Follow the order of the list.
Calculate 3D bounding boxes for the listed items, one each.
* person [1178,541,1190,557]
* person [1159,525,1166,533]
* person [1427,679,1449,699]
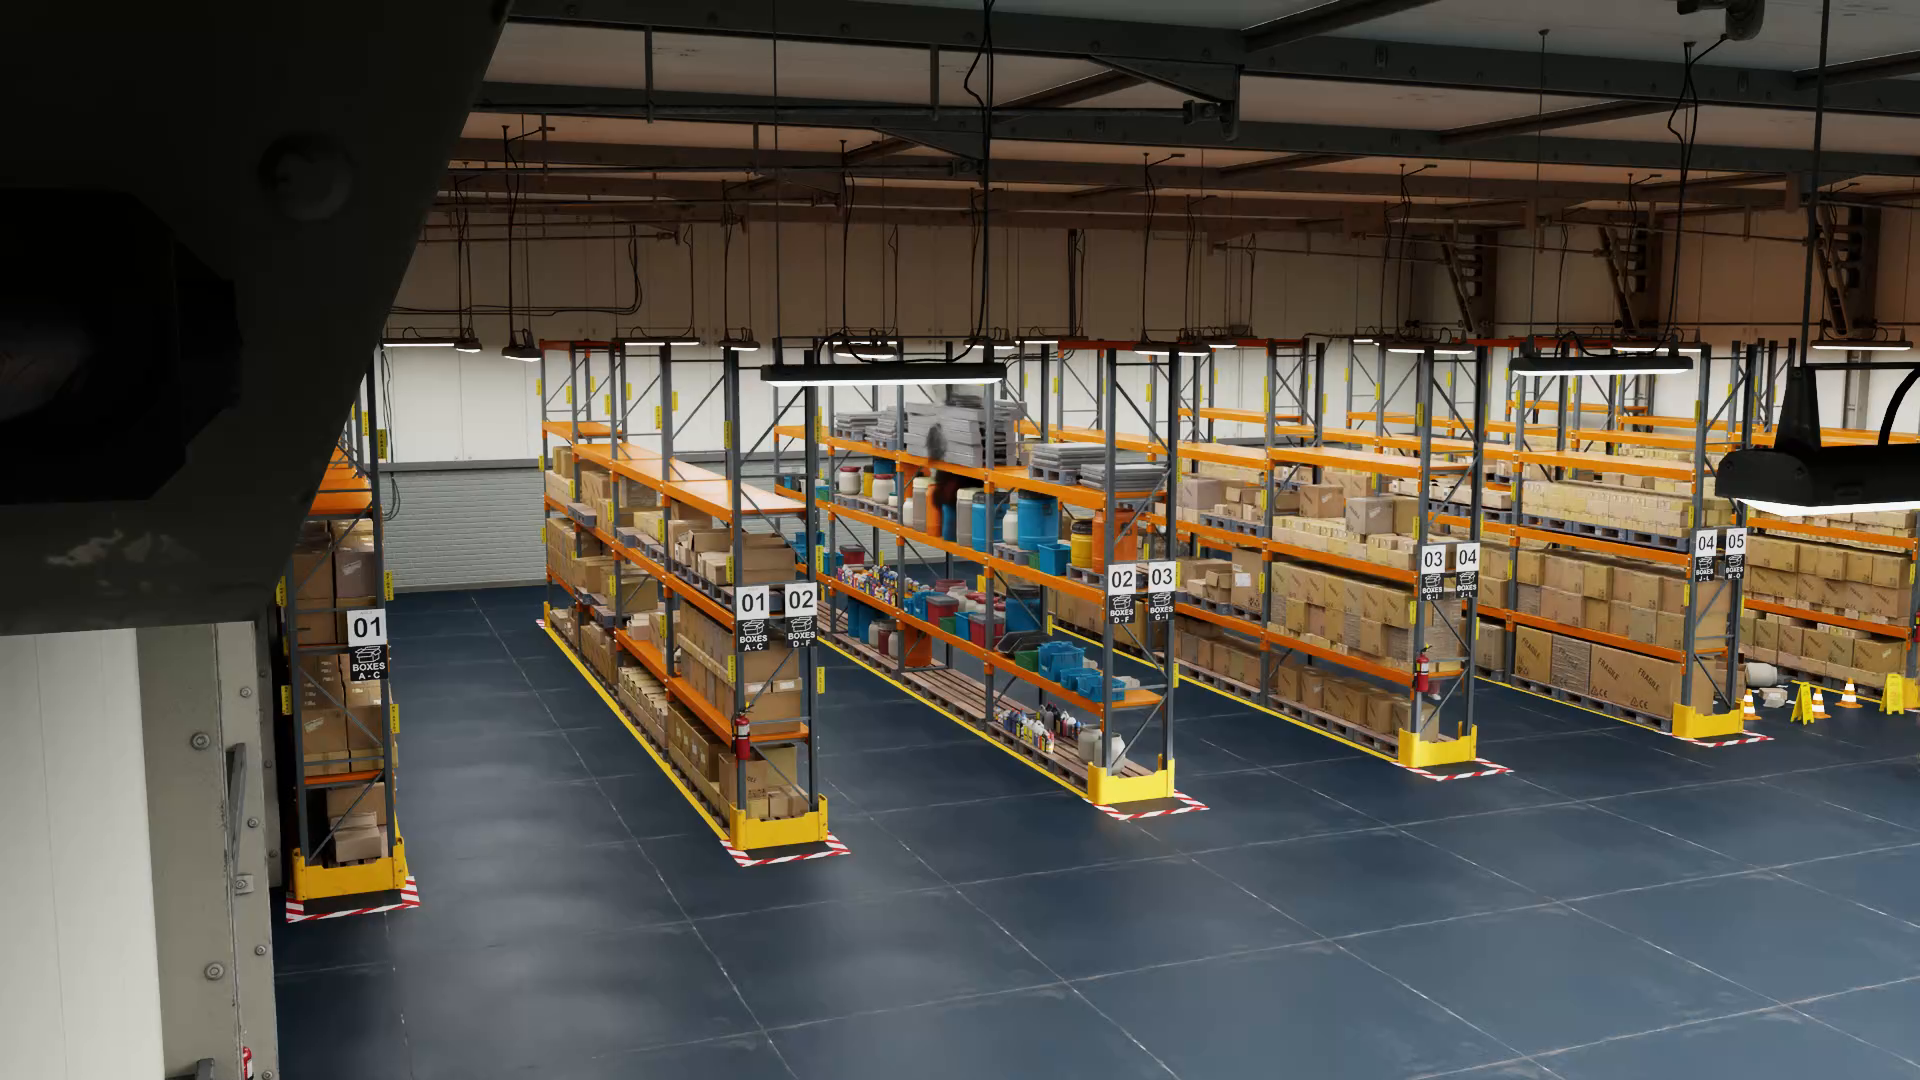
[{"bbox_3d":[5.625,0.110,41.636,0.622,1.631,0.624,0,7,2],"label":"person"},{"bbox_3d":[5.179,0.105,41.396,0.591,1.720,0.649,-7,10,-44],"label":"person"},{"bbox_3d":[8.116,1.889,28.040,0.590,1.627,0.507,-5,9,-32],"label":"person"}]
